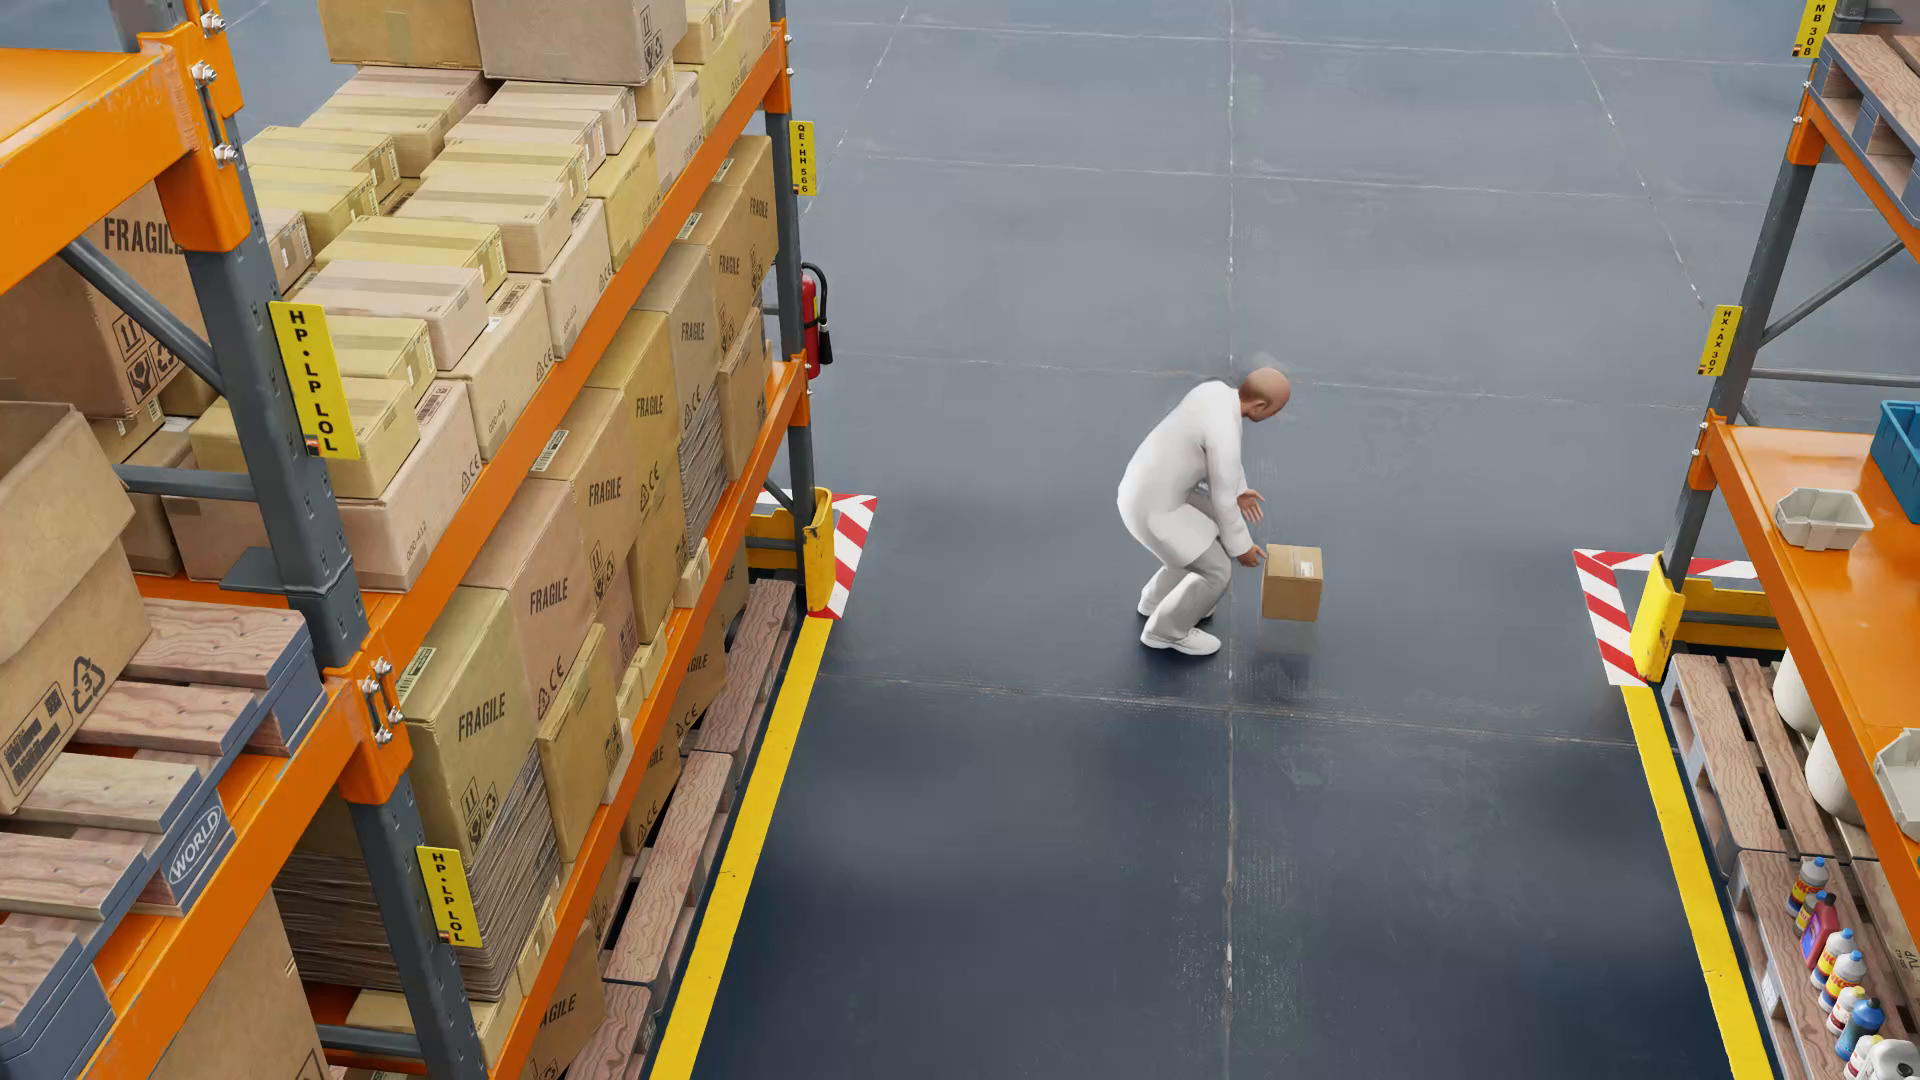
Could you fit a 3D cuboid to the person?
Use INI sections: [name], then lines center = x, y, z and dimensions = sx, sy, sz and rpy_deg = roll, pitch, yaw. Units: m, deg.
[person]
center = 1.077, -0.170, 7.598
dimensions = 0.718, 1.425, 0.630
rpy_deg = 4, 36, 6
